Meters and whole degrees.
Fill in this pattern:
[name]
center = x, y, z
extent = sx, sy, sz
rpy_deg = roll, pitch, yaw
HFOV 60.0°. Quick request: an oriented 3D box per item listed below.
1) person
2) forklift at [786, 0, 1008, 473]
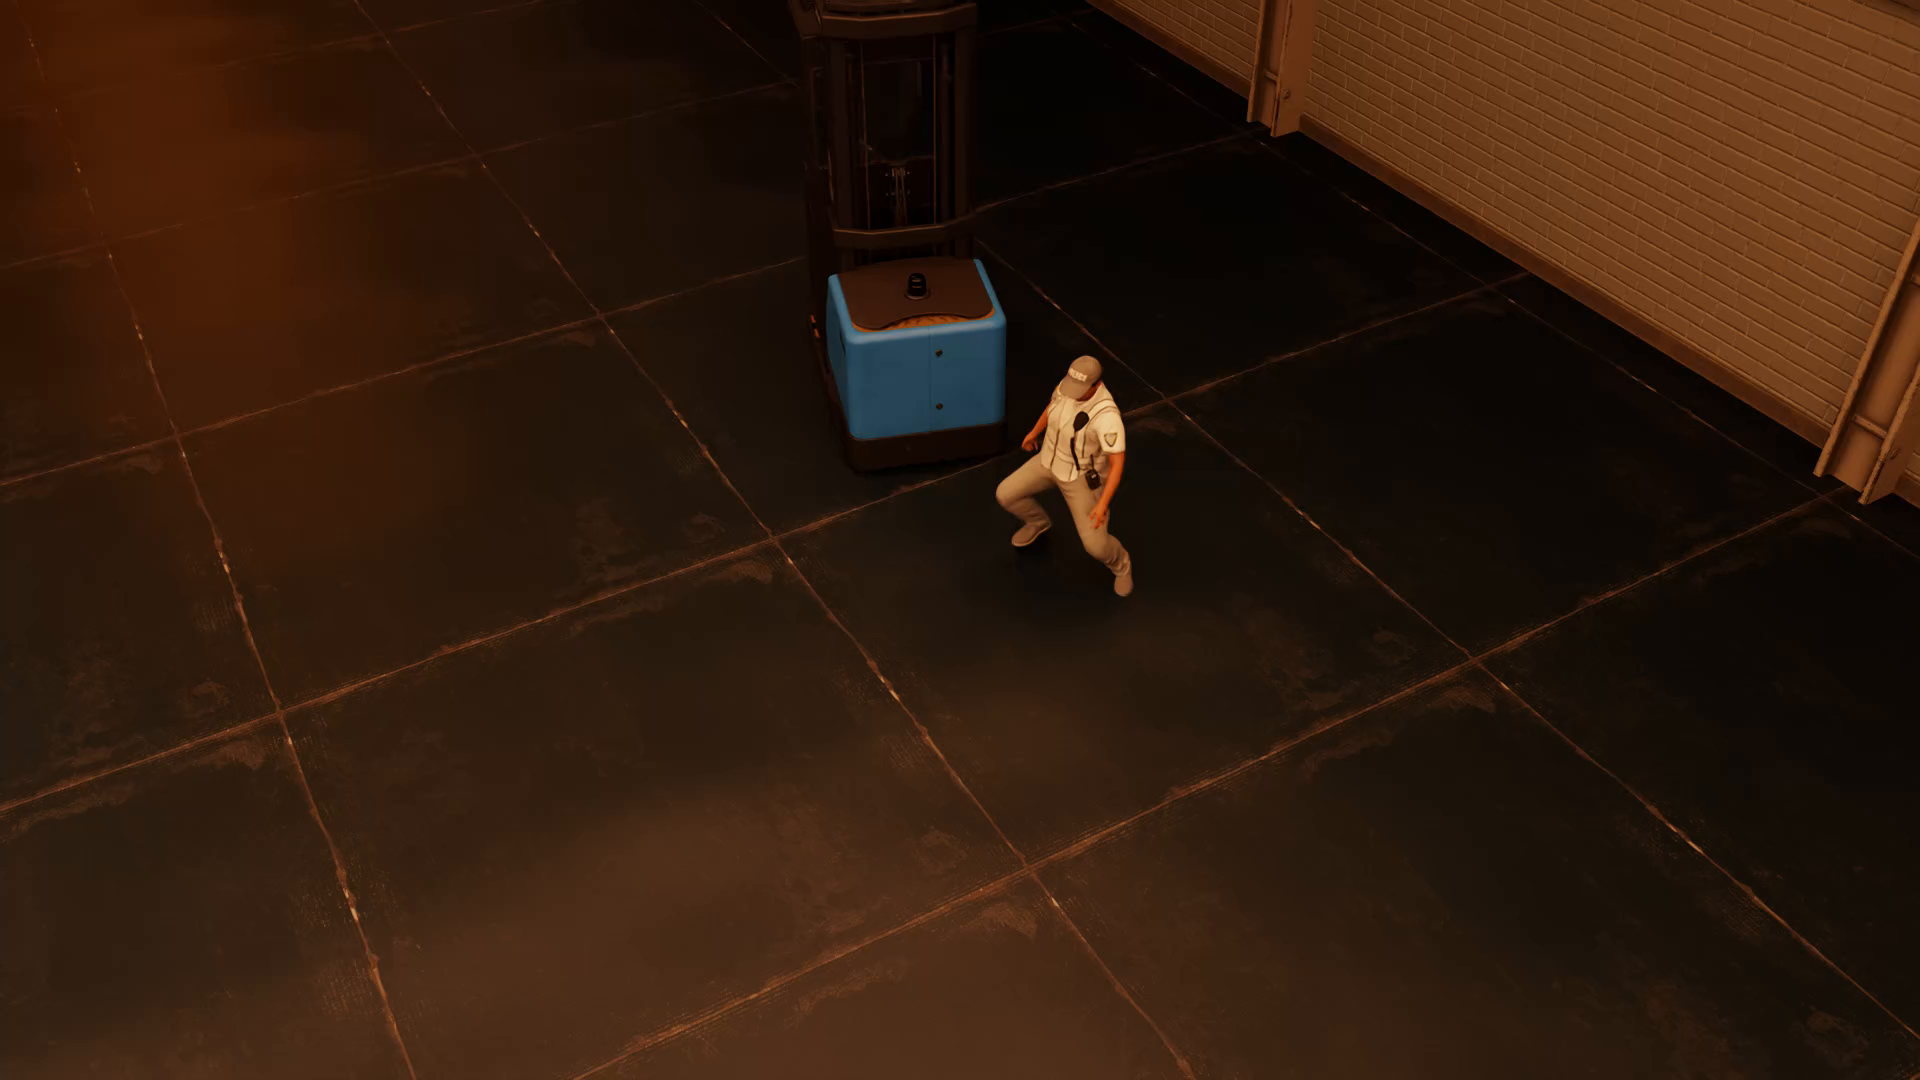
[person]
center = 0.677, -0.430, 9.652
extent = 0.589, 1.568, 0.864
rpy_deg = -22, 45, -25
[forklift]
center = -0.496, -2.509, 11.061
extent = 1.130, 2.935, 3.031
rpy_deg = -8, 40, -9
